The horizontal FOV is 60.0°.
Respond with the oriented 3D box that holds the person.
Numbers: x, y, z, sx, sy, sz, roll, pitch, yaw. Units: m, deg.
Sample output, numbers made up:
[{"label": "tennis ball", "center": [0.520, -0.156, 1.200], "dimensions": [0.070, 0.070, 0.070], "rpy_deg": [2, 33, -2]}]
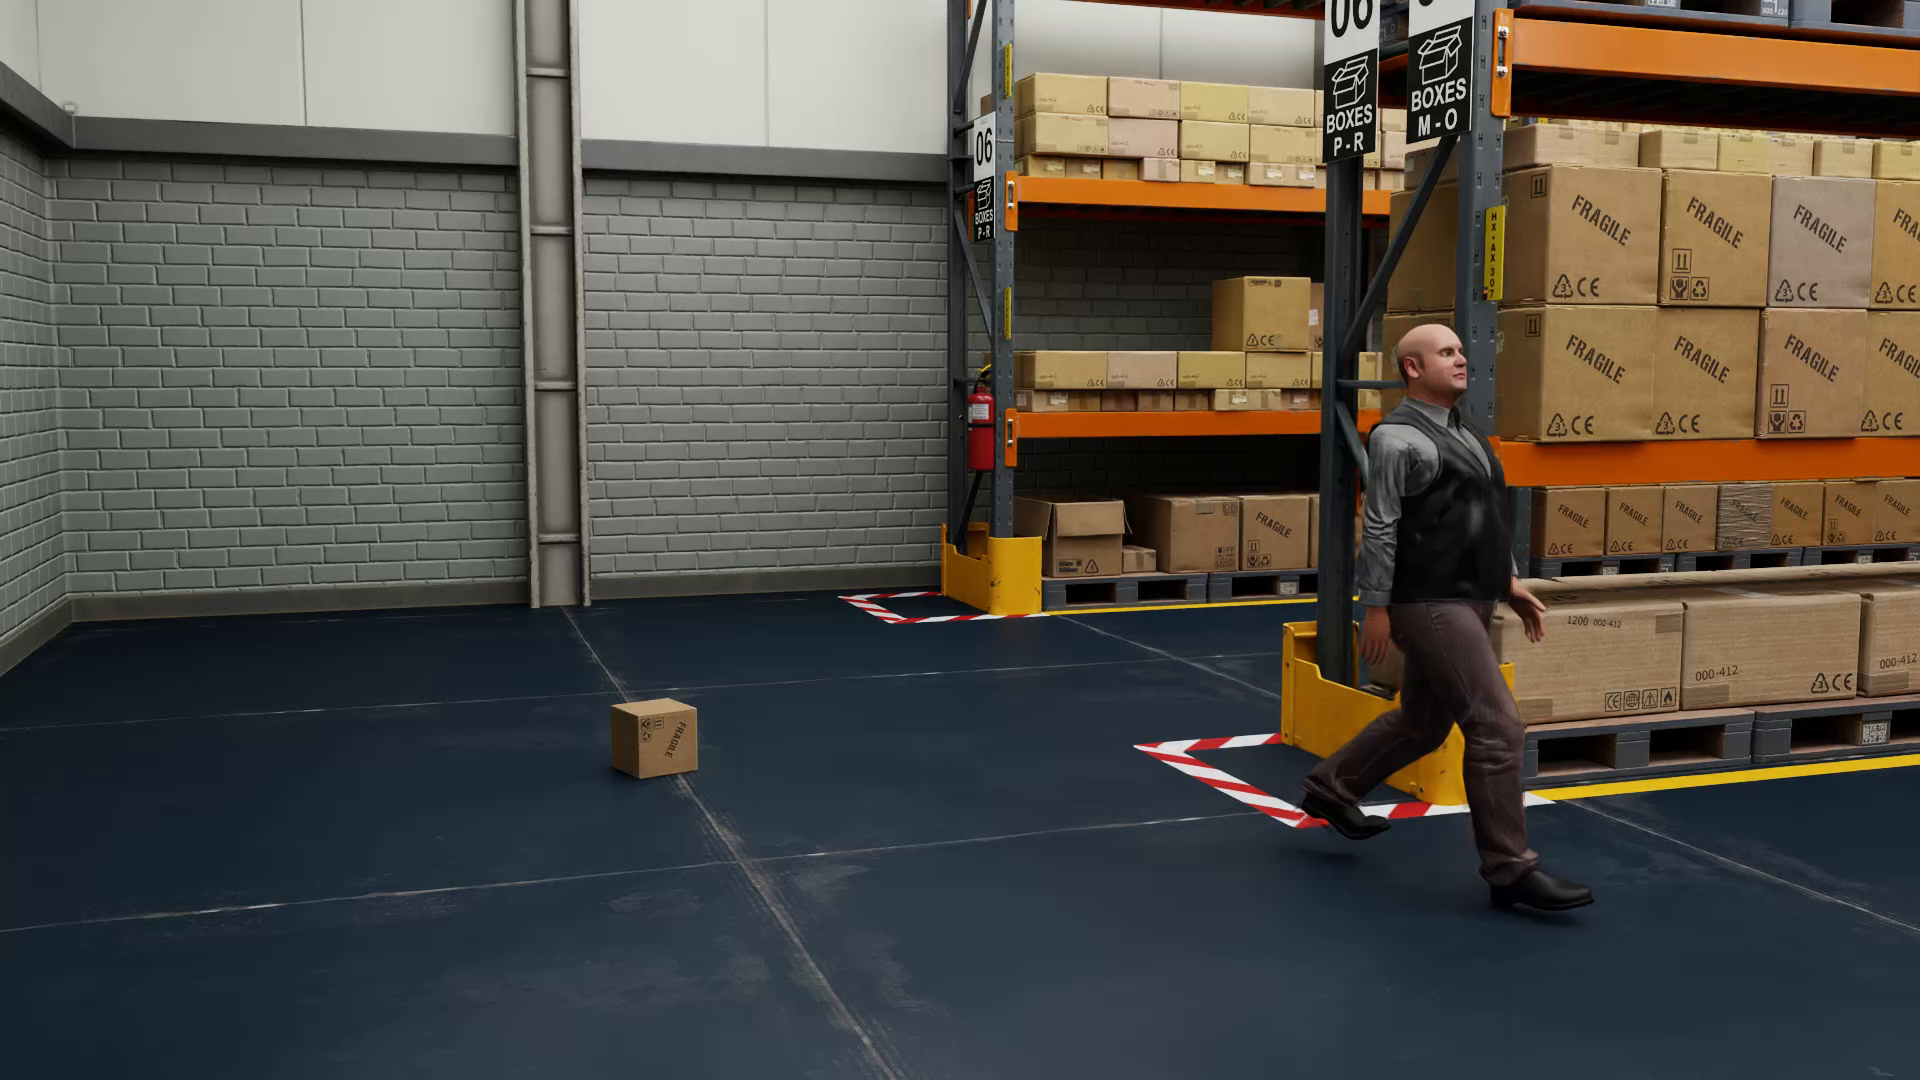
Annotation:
[{"label": "person", "center": [1.463, 0.196, 4.995], "dimensions": [0.998, 1.679, 0.534], "rpy_deg": [5, 7, 38]}]
